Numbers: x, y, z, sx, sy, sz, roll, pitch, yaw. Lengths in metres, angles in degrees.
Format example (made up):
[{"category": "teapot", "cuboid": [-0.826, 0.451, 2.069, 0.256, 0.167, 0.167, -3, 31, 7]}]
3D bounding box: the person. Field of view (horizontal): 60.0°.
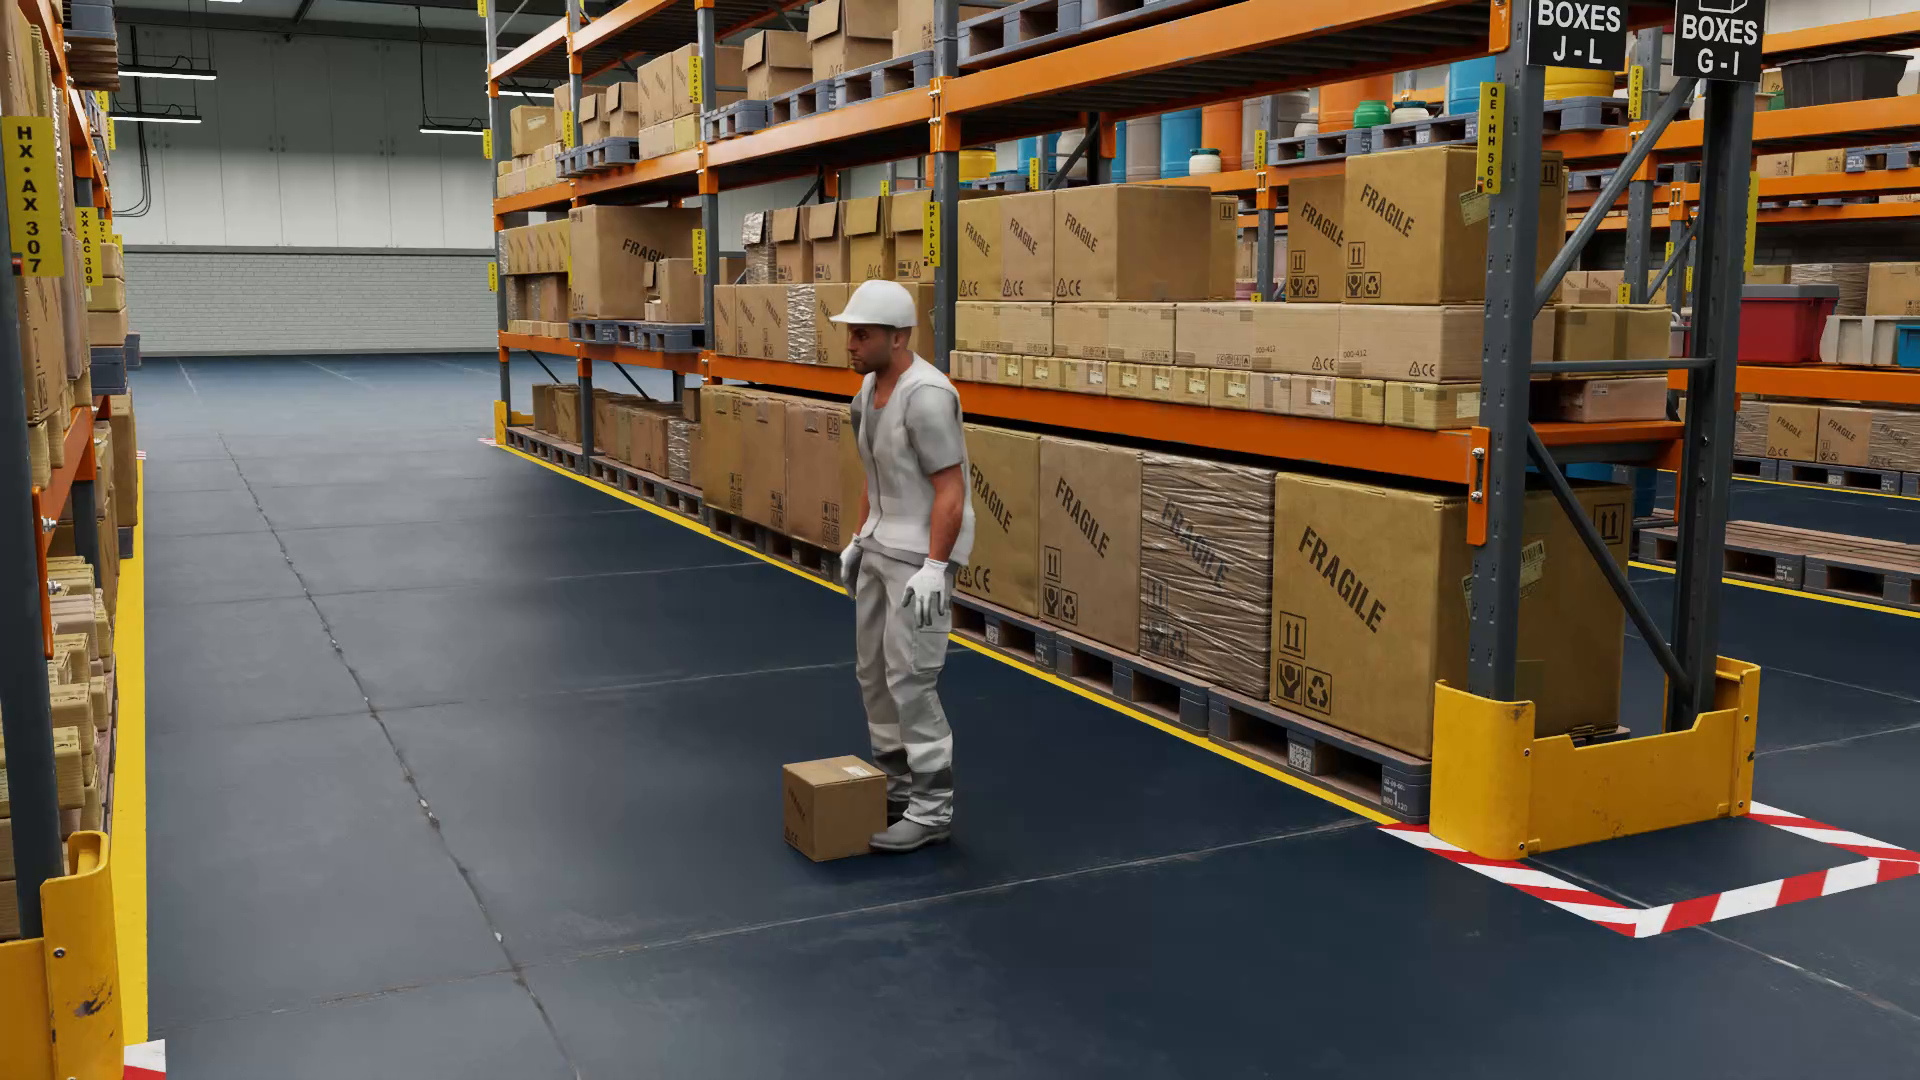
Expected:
[{"category": "person", "cuboid": [-0.200, 0.079, 5.261, 0.454, 1.776, 0.620, -4, 9, -27]}]
